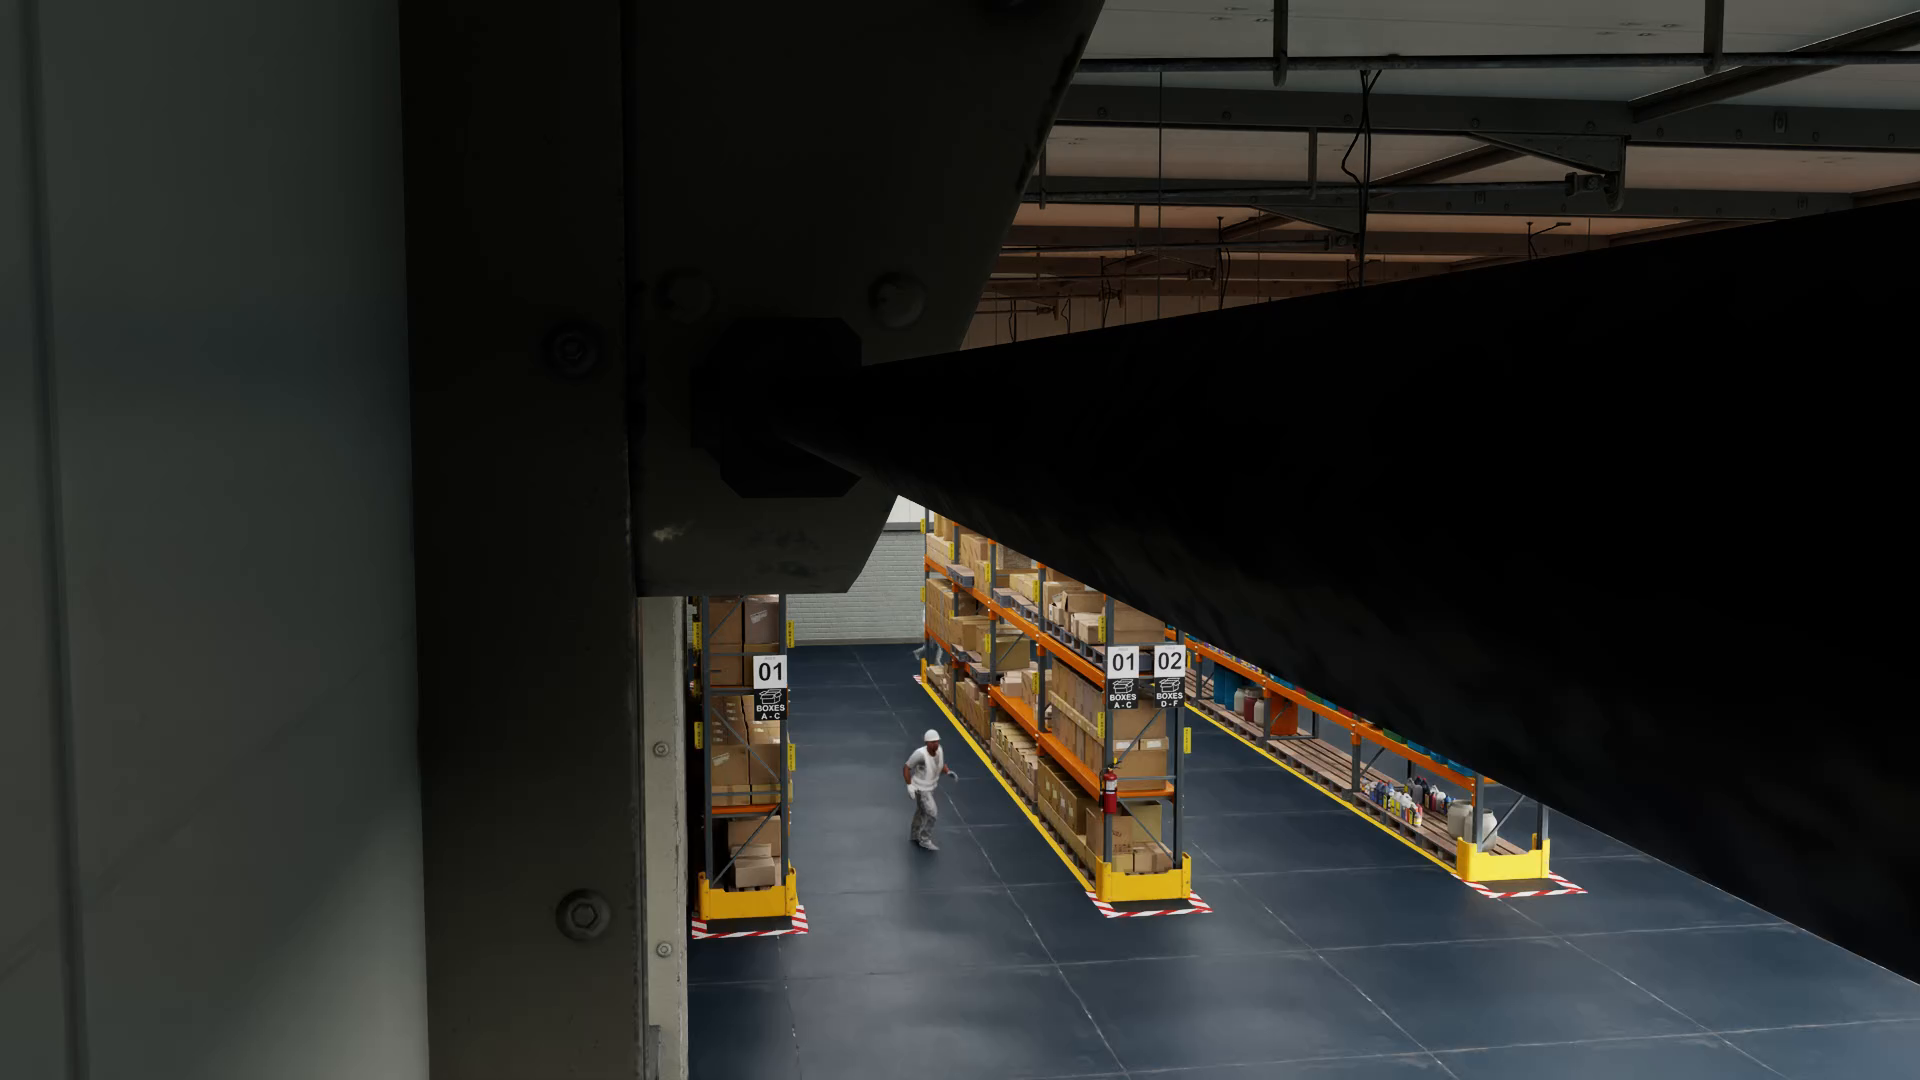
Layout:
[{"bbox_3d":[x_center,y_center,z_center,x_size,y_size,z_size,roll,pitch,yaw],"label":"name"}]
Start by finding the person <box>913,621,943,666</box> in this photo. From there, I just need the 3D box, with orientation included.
[{"bbox_3d":[-0.684,2.119,38.608,0.804,1.667,0.604,3,6,31],"label":"person"}]

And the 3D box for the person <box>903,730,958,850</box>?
[{"bbox_3d":[-0.427,3.469,23.156,0.839,1.738,0.694,3,6,28],"label":"person"}]
